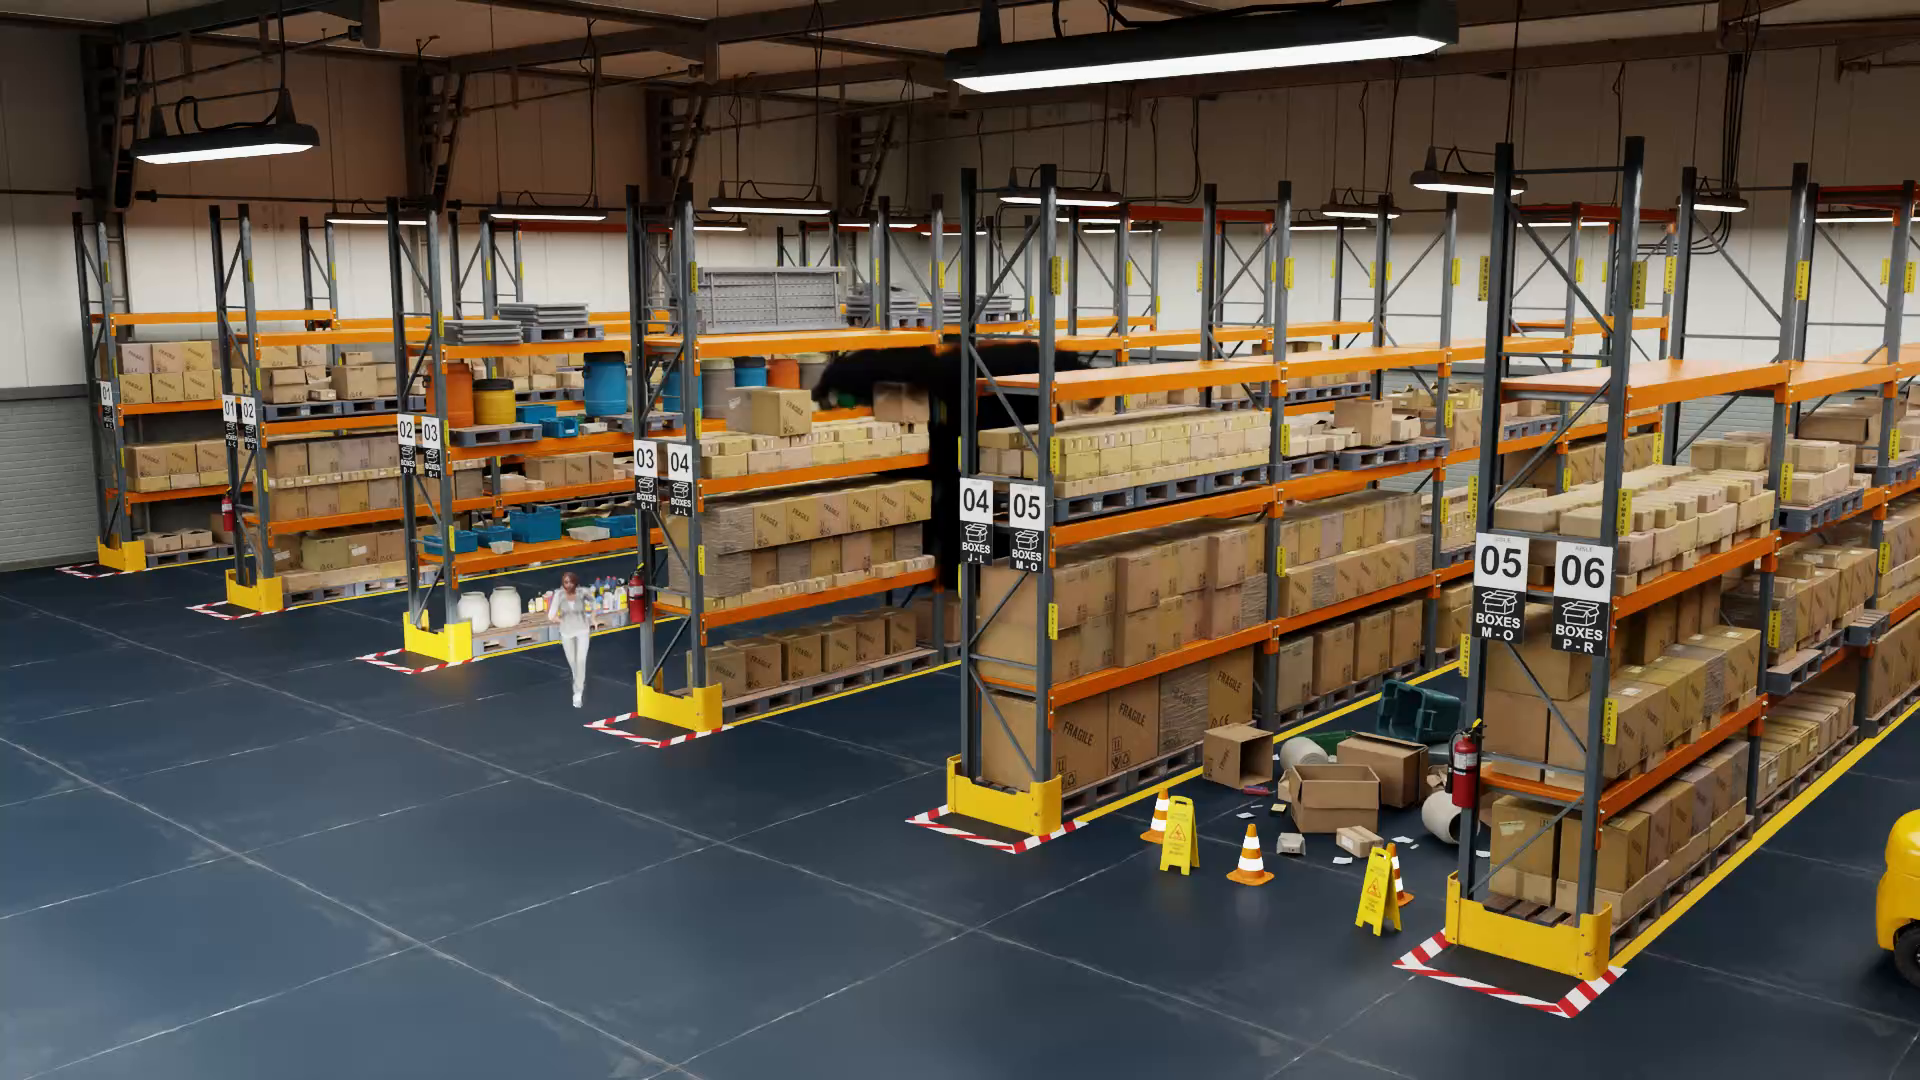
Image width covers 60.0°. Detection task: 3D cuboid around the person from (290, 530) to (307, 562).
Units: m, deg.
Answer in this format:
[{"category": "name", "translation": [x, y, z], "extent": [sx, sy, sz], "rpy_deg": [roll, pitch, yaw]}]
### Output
[{"category": "person", "translation": [-11.245, -0.360, 28.260], "extent": [0.595, 1.774, 0.834], "rpy_deg": [5, 11, 26]}]

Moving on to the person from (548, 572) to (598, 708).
[{"category": "person", "translation": [-4.579, 1.123, 19.755], "extent": [0.543, 1.578, 0.916], "rpy_deg": [-1, 10, -4]}]

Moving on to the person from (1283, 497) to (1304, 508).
[{"category": "person", "translation": [5.135, 0.001, 25.870], "extent": [0.649, 1.766, 0.774], "rpy_deg": [8, 13, 41]}]
